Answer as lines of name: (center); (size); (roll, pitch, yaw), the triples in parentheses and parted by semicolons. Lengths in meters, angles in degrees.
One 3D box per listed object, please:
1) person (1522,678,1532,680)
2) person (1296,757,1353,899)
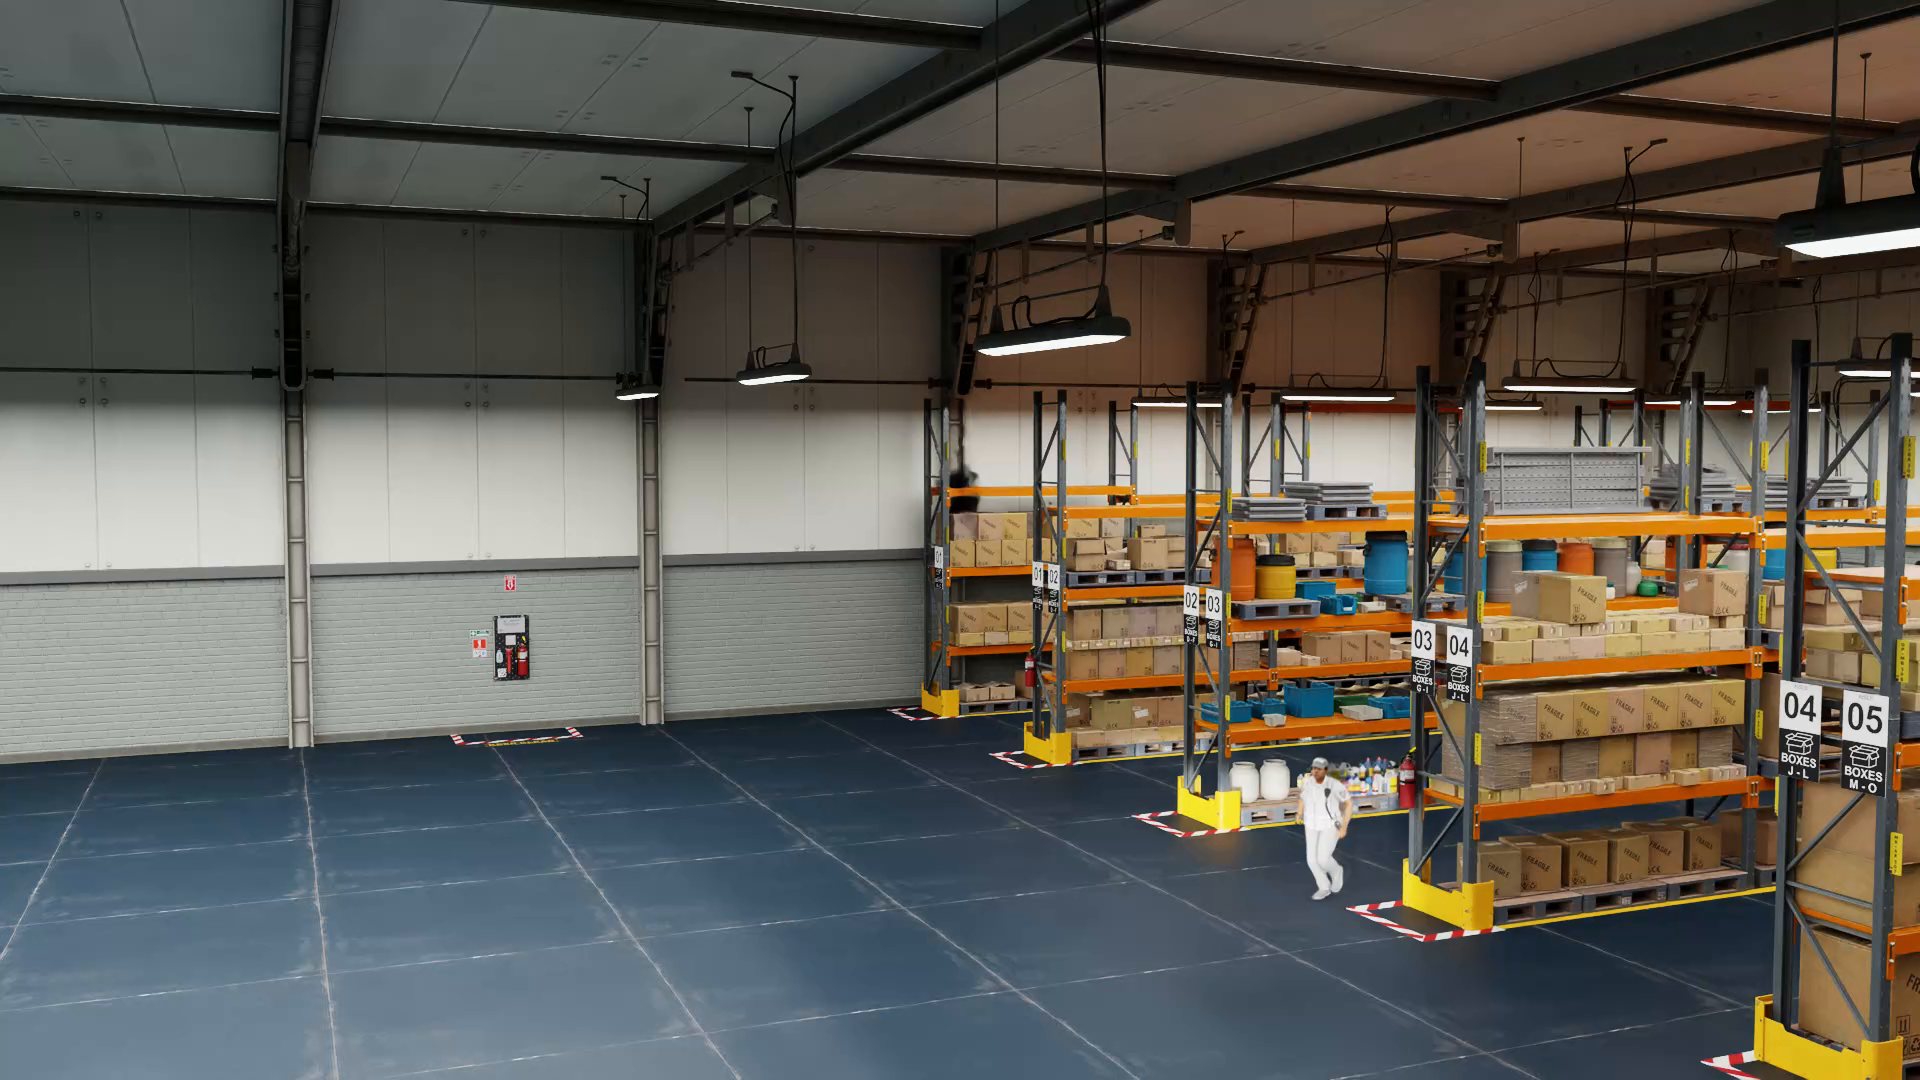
person: (8.913, 2.707, 26.759); (0.686, 1.743, 0.688); (-1, 4, -18)
person: (4.074, 3.256, 18.768); (0.627, 1.621, 0.562); (3, 4, 41)
